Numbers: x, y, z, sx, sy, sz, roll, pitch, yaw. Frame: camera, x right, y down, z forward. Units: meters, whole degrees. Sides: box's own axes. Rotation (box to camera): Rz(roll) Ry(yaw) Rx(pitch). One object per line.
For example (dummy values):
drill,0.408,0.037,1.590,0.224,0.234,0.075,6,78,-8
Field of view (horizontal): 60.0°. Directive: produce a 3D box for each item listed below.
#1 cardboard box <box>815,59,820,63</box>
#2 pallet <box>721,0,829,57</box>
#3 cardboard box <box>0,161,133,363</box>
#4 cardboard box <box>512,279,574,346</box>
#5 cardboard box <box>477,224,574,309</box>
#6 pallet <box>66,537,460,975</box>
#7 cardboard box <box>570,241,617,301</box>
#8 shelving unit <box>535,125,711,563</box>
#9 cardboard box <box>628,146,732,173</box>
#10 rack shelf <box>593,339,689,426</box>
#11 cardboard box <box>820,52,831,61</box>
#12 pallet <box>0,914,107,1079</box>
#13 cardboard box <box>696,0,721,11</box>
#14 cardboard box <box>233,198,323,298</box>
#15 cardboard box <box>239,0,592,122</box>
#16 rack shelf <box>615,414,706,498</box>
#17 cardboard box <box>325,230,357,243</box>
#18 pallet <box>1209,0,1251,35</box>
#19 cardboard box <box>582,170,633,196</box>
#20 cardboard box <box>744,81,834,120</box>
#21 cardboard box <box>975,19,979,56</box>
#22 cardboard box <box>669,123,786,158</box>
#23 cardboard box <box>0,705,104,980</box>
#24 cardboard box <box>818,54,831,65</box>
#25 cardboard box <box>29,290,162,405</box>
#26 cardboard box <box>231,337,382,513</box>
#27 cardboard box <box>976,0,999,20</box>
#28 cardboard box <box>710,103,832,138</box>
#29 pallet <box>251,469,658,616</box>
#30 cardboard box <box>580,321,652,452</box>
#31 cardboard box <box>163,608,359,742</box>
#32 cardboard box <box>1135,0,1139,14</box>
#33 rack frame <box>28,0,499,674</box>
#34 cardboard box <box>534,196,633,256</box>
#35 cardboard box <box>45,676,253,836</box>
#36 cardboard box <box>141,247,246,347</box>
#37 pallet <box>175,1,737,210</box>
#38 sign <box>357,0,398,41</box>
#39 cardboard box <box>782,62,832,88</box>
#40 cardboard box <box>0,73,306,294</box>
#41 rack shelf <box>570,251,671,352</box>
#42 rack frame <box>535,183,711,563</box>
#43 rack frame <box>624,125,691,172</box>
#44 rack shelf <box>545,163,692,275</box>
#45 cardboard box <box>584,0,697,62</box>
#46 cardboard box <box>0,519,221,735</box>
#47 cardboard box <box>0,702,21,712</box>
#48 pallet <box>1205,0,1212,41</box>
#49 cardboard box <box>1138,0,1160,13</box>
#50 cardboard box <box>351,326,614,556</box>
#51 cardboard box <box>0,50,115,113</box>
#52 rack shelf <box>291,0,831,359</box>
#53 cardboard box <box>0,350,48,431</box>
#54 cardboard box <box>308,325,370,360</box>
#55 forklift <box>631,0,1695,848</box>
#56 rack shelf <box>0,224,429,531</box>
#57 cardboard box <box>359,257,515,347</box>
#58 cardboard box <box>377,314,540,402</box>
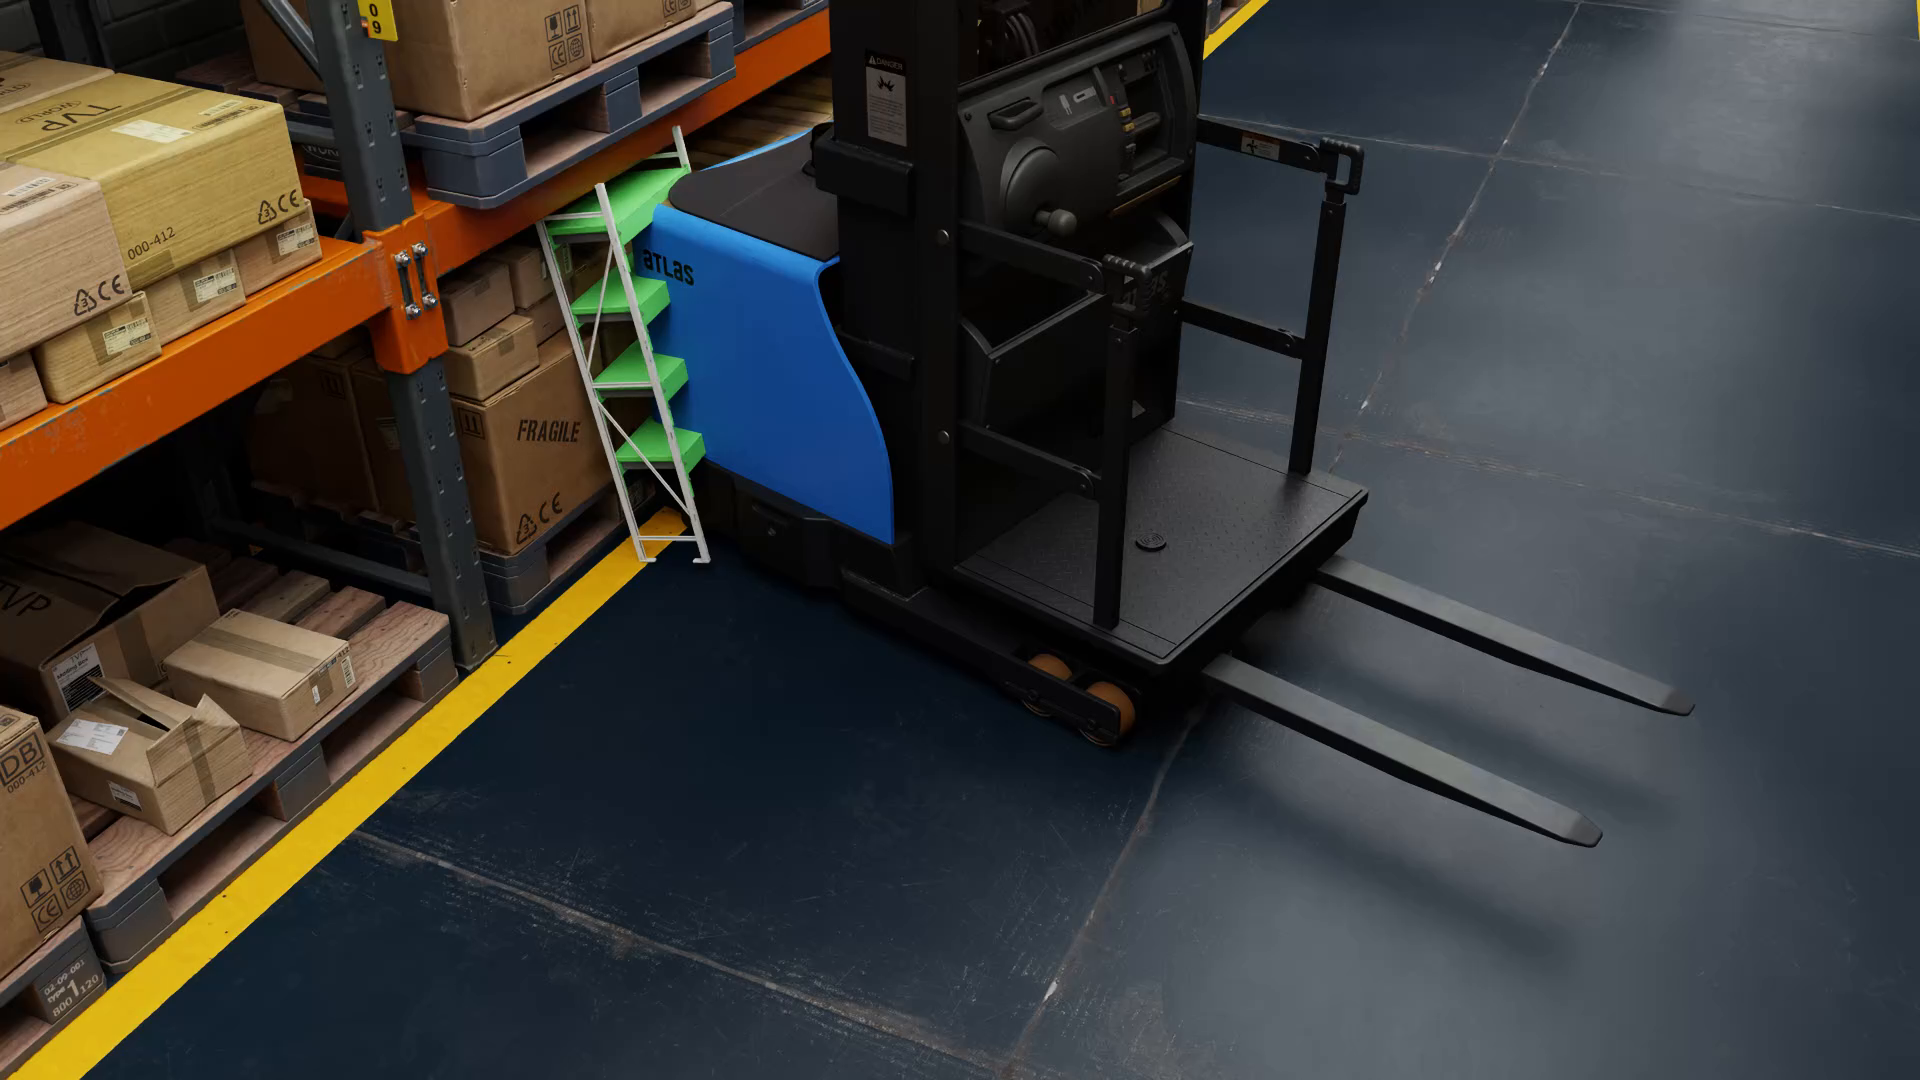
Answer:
cardboard box,-0.797,-1.961,6.810,0.380,0.149,0.250,15,36,21
pallet,-0.938,-1.966,5.688,1.003,0.211,1.213,14,36,20
cardboard box,-1.990,-0.523,3.177,0.500,0.250,0.500,14,36,21
cardboard box,-1.365,-0.698,4.885,0.380,0.149,0.250,13,35,19
cardboard box,-1.345,-0.808,4.780,0.380,0.149,0.250,12,35,18
pallet,-2.090,0.484,4.319,1.003,0.211,1.213,14,36,20
cardboard box,-1.268,-0.829,5.084,0.380,0.149,0.250,12,35,18
shelving unit,-0.907,-0.574,5.009,0.258,1.200,0.503,0,31,19
cardboard box,-0.921,-1.208,5.661,0.380,0.149,0.250,15,36,22
rack shelf,-0.896,-0.519,5.041,0.258,0.148,0.480,0,31,19
cardboard box,-0.765,-2.103,7.027,0.380,0.149,0.250,15,36,22
pallet,-2.599,1.094,3.389,1.003,0.211,1.213,14,36,20
cardboard box,-0.872,-1.747,4.918,0.396,0.266,0.258,16,36,23
cardboard box,-1.706,-0.702,3.814,0.380,0.149,0.250,15,36,21
cardboard box,-1.397,-1.431,4.222,0.700,0.500,0.500,15,36,22
rack shelf,-0.856,-0.314,5.159,0.258,0.148,0.480,0,31,19
cardboard box,-1.805,-0.807,5.050,0.380,0.149,0.250,14,36,21
pallet,1.272,-3.466,10.343,1.003,0.211,1.213,14,36,20
cardboard box,-1.027,-1.084,5.473,0.380,0.149,0.250,14,36,20
cardboard box,-0.597,-1.604,6.265,0.380,0.149,0.250,14,36,20
cardboard box,-0.105,-2.113,7.042,0.380,0.149,0.250,12,35,18
cardboard box,-0.835,-1.349,5.876,0.380,0.149,0.250,14,36,21
cardboard box,-2.306,0.622,3.463,0.700,0.500,0.500,13,35,19
cardboard box,-0.341,-1.849,6.640,0.380,0.149,0.250,13,35,19
cardboard box,-1.882,-0.432,3.403,0.380,0.149,0.250,15,36,22
cardboard box,-1.865,-0.466,5.122,0.500,0.500,0.500,14,36,20
cardboard box,0.145,-2.506,8.119,0.875,0.625,0.625,15,36,22
cardboard box,-0.685,-1.459,6.045,0.380,0.149,0.250,12,35,18
pallet,-1.496,-0.271,5.471,1.003,0.211,1.213,14,36,20
cardboard box,-1.182,-0.611,5.342,0.500,0.500,0.500,14,36,20
cardboard box,-1.768,0.338,4.216,0.380,0.149,0.250,13,35,19
cardboard box,0.411,-2.833,8.618,0.875,0.625,0.625,15,36,22
rack frame,-1.802,-1.024,4.076,1.000,3.000,0.127,14,36,20
cardboard box,-1.165,-0.969,5.297,0.380,0.149,0.250,14,36,20
cardboard box,-1.918,0.467,3.913,0.396,0.266,0.258,15,36,22
cardboard box,-1.795,-0.567,3.609,0.380,0.149,0.250,15,36,22
pallet,-1.369,-1.316,4.697,1.003,0.211,1.213,14,36,20
sign,-1.306,-1.265,3.654,0.100,0.325,0.005,14,36,20
cardboard box,-0.493,-1.728,6.455,0.380,0.149,0.250,15,36,22
cardboard box,-1.794,-0.776,3.563,0.500,0.250,0.500,15,36,22
rack shelf,-0.936,-0.724,4.923,0.258,0.148,0.480,0,31,19
rack frame,-0.976,-0.447,4.813,0.240,1.200,0.015,0,31,19
rack frame,-0.838,-0.701,5.206,0.240,1.200,0.015,0,31,19
rack shelf,-0.976,-0.929,4.804,0.258,0.148,0.480,0,31,19
cardboard box,-1.180,-1.689,4.616,0.700,0.500,0.500,15,36,21
cardboard box,-2.293,0.200,4.279,0.500,0.311,0.500,15,36,22
cardboard box,-2.475,0.484,3.994,0.380,0.149,0.250,14,36,20
pallet,0.763,-2.856,9.413,1.003,0.211,1.213,14,36,20
cardboard box,0.692,-3.168,9.129,0.875,0.625,0.625,13,35,19
cardboard box,-1.395,-0.343,4.935,0.500,0.500,0.500,16,36,23
cardboard box,-2.255,-0.901,3.753,0.500,0.250,0.500,14,36,20
rack shelf,-0.965,-1.719,5.792,1.077,0.370,4.000,14,36,20
cardboard box,-2.016,-0.308,3.213,0.380,0.149,0.250,15,36,22
cardboard box,-1.910,-0.675,4.848,0.380,0.149,0.250,13,35,19
forklift,0.481,-1.009,4.116,3.031,2.935,1.130,24,40,32
rack shelf,-2.639,0.273,2.754,1.077,0.370,4.000,14,36,20
cardboard box,-1.465,-0.681,4.587,0.380,0.149,0.250,14,36,20
cardboard box,-1.410,-0.543,4.647,0.380,0.149,0.250,16,36,23
